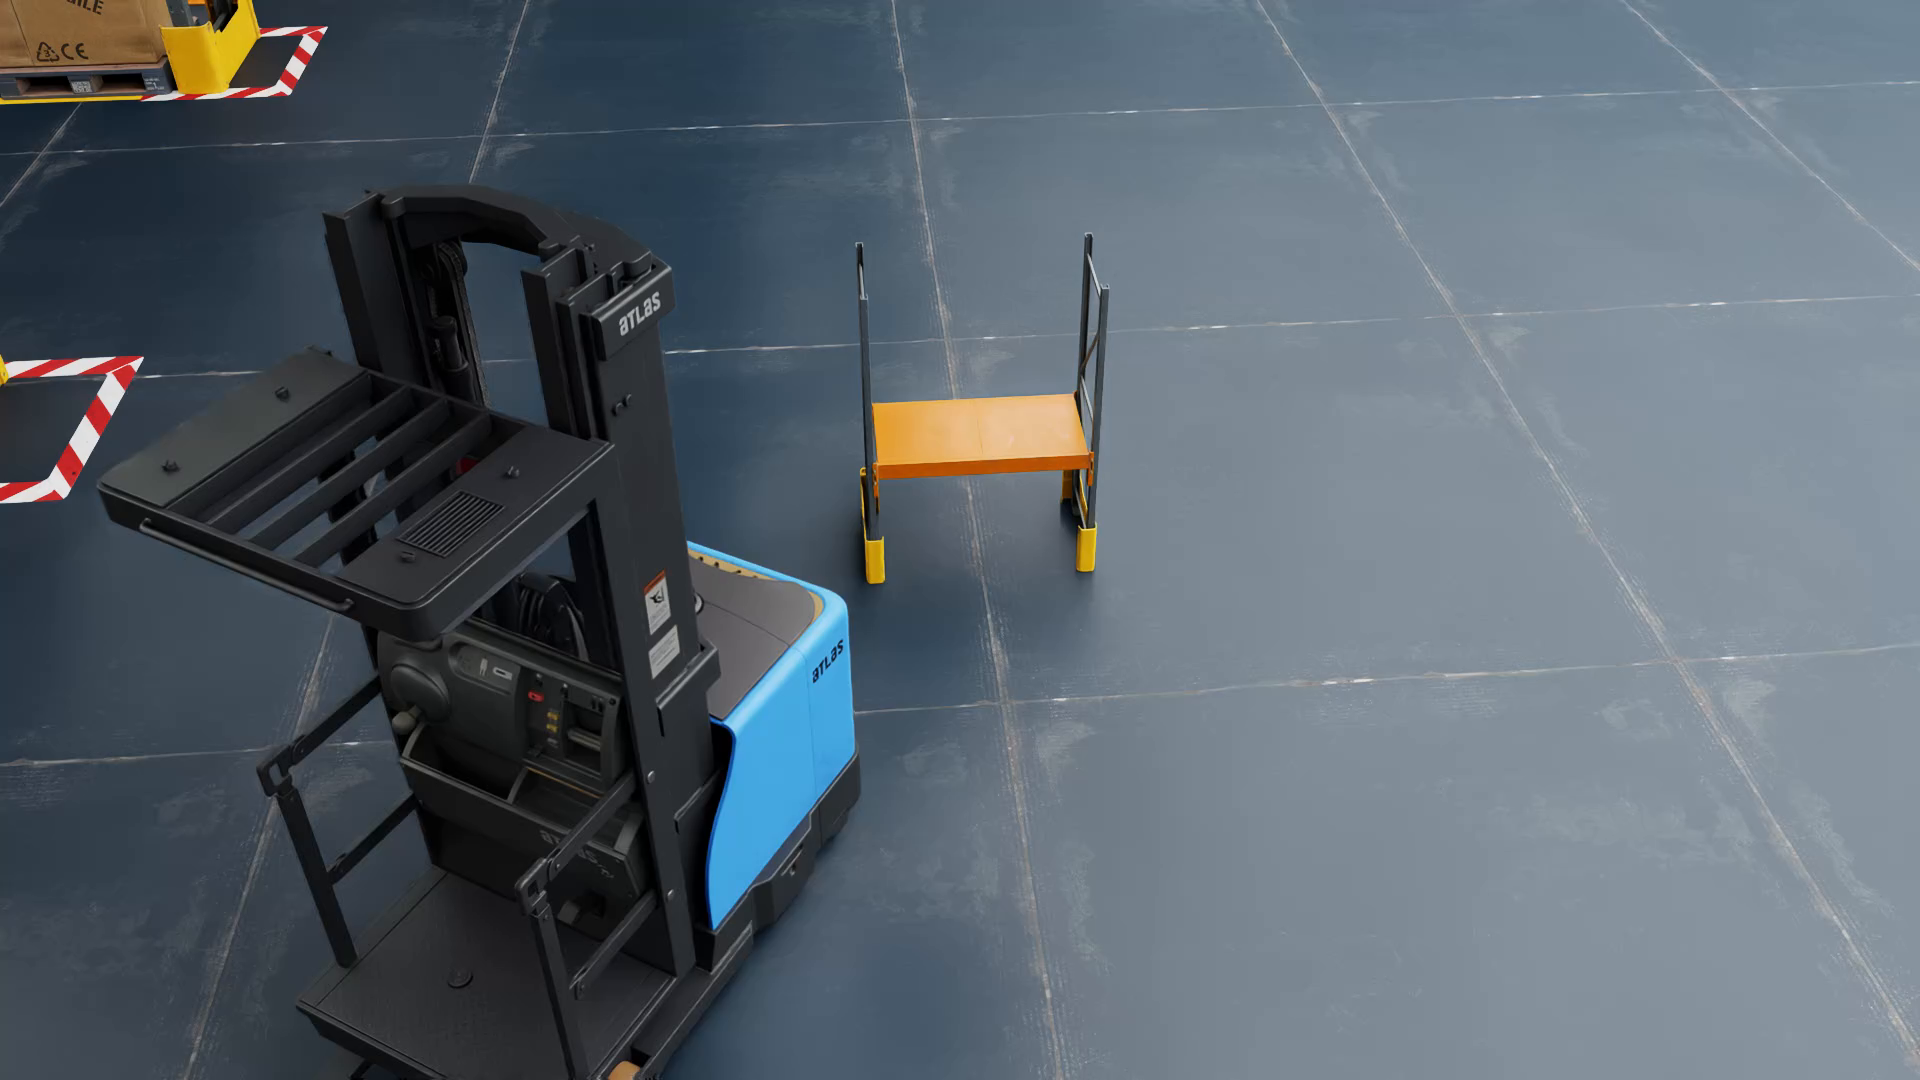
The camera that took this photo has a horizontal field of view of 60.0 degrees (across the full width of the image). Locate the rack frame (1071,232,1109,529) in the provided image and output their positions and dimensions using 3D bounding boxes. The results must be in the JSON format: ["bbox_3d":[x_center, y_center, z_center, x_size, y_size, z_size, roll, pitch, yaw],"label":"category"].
[{"bbox_3d":[0.591,-0.621,7.649,0.032,1.500,0.500,-3,38,-4],"label":"rack frame"}]

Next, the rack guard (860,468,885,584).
[{"bbox_3d":[-0.420,-0.075,7.965,0.087,0.250,0.587,-3,38,-4],"label":"rack guard"}]

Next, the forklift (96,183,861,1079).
[{"bbox_3d":[-1.528,0.565,4.989,1.130,2.935,3.031,18,42,21],"label":"forklift"}]

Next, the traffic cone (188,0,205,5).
[{"bbox_3d":[-6.314,-4.667,13.613,0.334,0.463,0.336,-3,38,-4],"label":"traffic cone"}]

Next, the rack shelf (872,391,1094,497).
[{"bbox_3d":[0.085,-0.452,7.725,1.000,0.185,0.538,-3,38,-4],"label":"rack shelf"}]

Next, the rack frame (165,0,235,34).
[{"bbox_3d":[-5.659,-4.816,11.754,0.127,3.000,1.000,-3,38,-4],"label":"rack frame"}]

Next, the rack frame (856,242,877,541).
[{"bbox_3d":[-0.421,-0.566,7.578,0.032,1.500,0.500,-3,38,-4],"label":"rack frame"}]

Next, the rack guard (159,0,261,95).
[{"bbox_3d":[-5.635,-3.836,12.530,0.348,0.500,1.175,-3,38,-4],"label":"rack guard"}]

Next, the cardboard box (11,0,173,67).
[{"bbox_3d":[-6.329,-4.068,12.183,0.875,0.875,0.875,-3,38,-4],"label":"cardboard box"}]

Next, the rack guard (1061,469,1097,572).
[{"bbox_3d":[0.572,-0.130,8.034,0.087,0.250,0.587,-3,38,-4],"label":"rack guard"}]

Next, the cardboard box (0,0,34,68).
[{"bbox_3d":[-7.205,-4.019,12.120,0.875,0.875,0.875,-4,38,-5],"label":"cardboard box"}]

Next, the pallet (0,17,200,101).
[{"bbox_3d":[-6.449,-3.629,12.501,1.213,0.211,1.003,-3,38,-4],"label":"pallet"}]

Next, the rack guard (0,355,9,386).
[{"bbox_3d":[-5.396,-0.764,8.637,0.348,0.500,1.175,-3,38,-4],"label":"rack guard"}]

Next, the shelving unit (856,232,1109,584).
[{"bbox_3d":[0.076,-0.593,7.613,1.083,1.500,0.587,-3,38,-4],"label":"shelving unit"}]
